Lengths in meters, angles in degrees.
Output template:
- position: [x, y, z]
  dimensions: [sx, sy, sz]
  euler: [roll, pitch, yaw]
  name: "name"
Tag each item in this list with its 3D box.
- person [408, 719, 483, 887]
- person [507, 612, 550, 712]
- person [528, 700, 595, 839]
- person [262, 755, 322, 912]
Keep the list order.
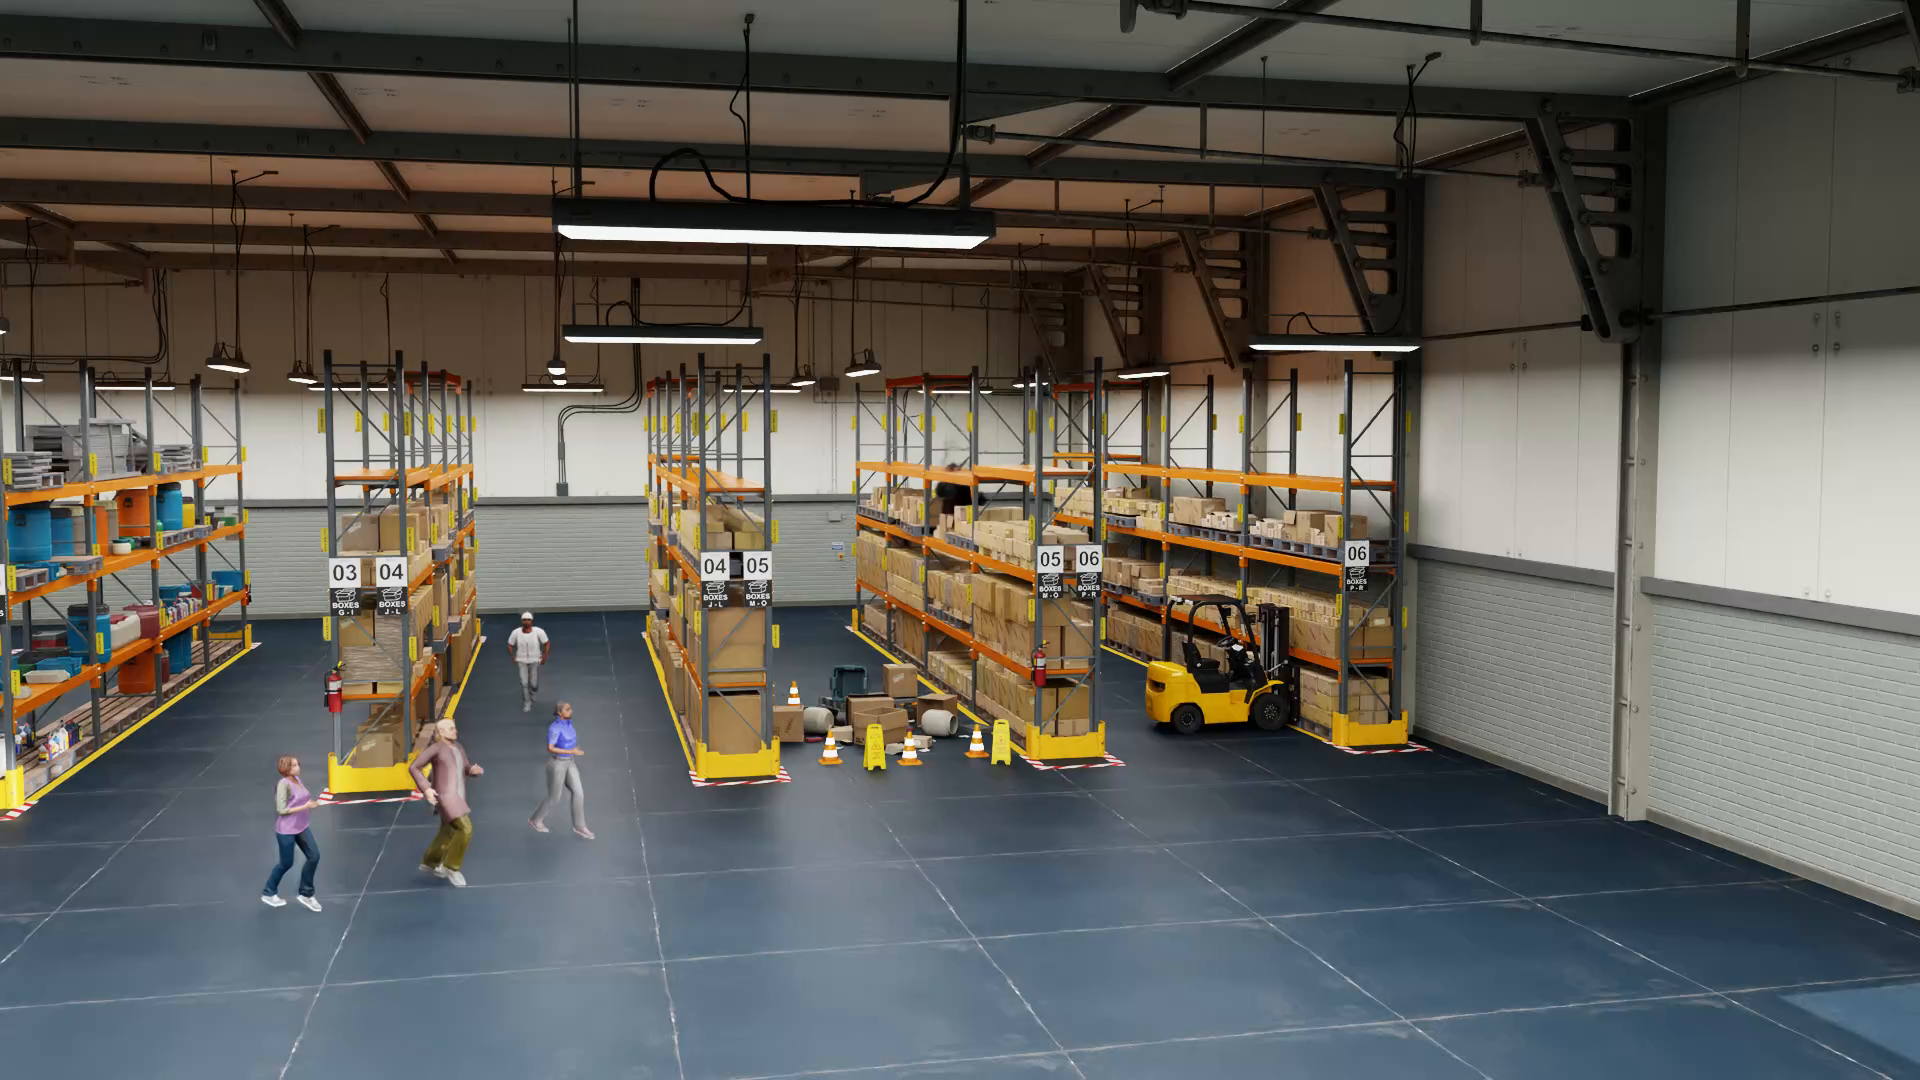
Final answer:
- position: [-5.566, 2.906, 18.116]
  dimensions: [0.809, 1.745, 0.658]
  euler: [1, 4, 10]
  name: "person"
- position: [-7.567, 2.119, 29.162]
  dimensions: [0.727, 1.723, 0.666]
  euler: [-1, 4, -14]
  name: "person"
- position: [-4.850, 2.828, 20.137]
  dimensions: [0.846, 1.585, 0.568]
  euler: [1, 4, 19]
  name: "person"
- position: [-6.844, 3.011, 17.045]
  dimensions: [0.678, 1.635, 0.516]
  euler: [1, 4, 12]
  name: "person"
